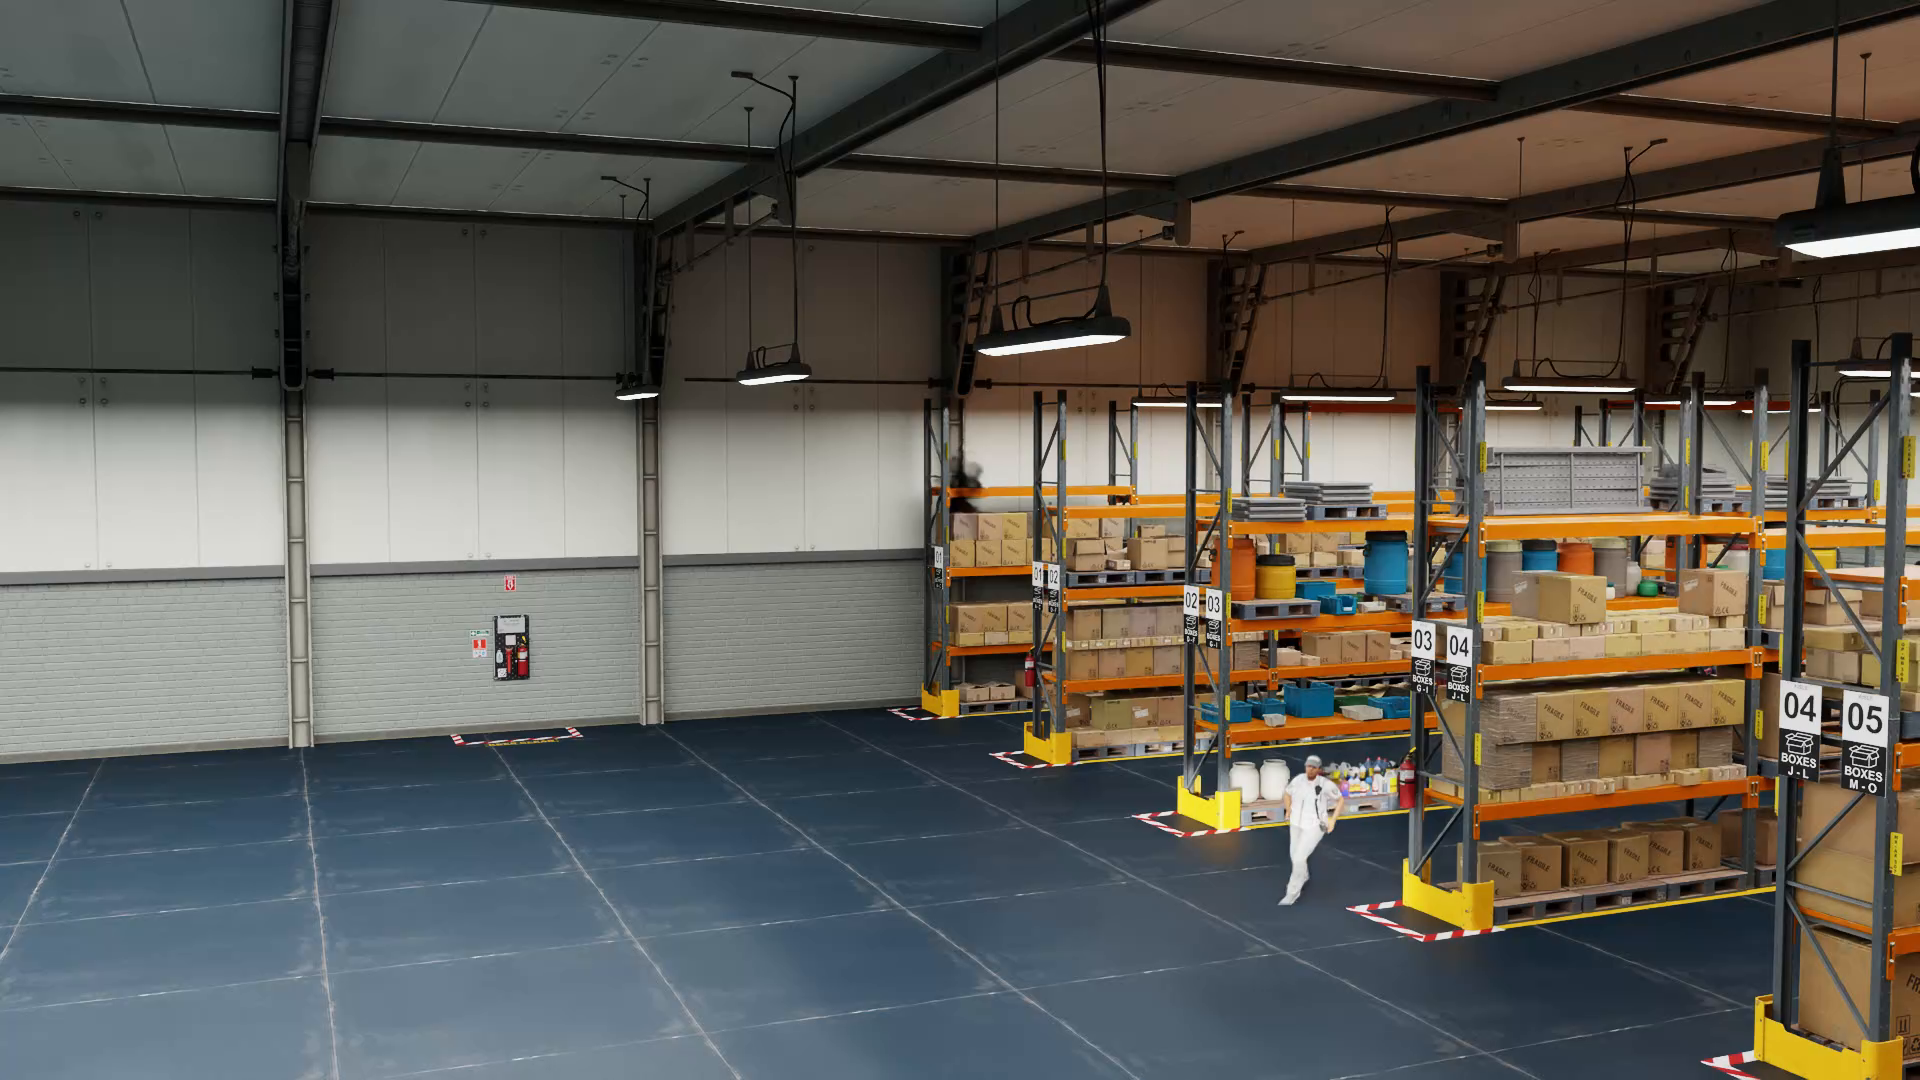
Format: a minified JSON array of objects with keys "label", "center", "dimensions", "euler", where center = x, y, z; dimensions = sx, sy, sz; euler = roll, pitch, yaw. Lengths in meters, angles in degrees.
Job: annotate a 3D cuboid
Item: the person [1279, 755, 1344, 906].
[{"label":"person","center":[3.912,3.255,18.733],"dimensions":[0.700,1.687,0.786],"euler":[3,5,43]}]
